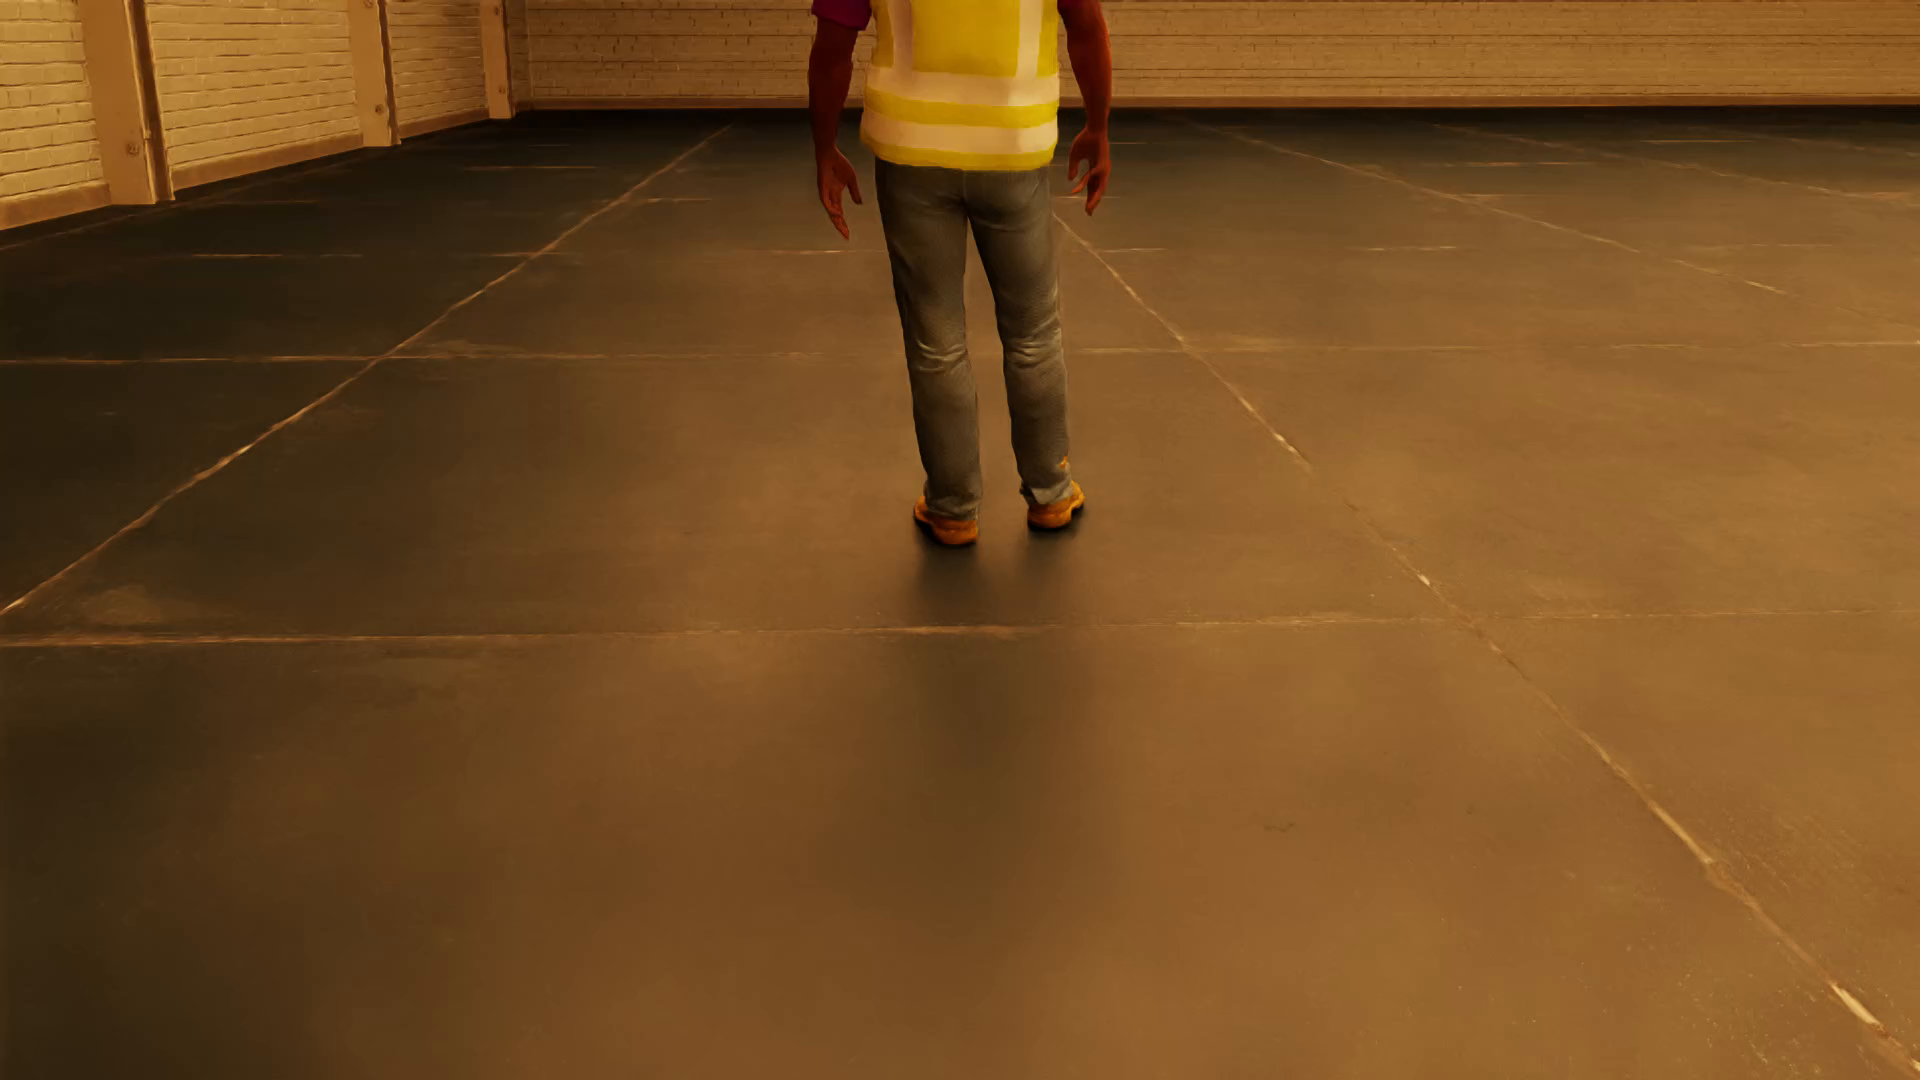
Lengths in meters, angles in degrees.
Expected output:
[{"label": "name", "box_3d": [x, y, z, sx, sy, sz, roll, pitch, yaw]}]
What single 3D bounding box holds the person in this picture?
[{"label": "person", "box_3d": [0.002, -0.872, 3.724, 0.665, 1.766, 0.576, -1, 17, -3]}]
